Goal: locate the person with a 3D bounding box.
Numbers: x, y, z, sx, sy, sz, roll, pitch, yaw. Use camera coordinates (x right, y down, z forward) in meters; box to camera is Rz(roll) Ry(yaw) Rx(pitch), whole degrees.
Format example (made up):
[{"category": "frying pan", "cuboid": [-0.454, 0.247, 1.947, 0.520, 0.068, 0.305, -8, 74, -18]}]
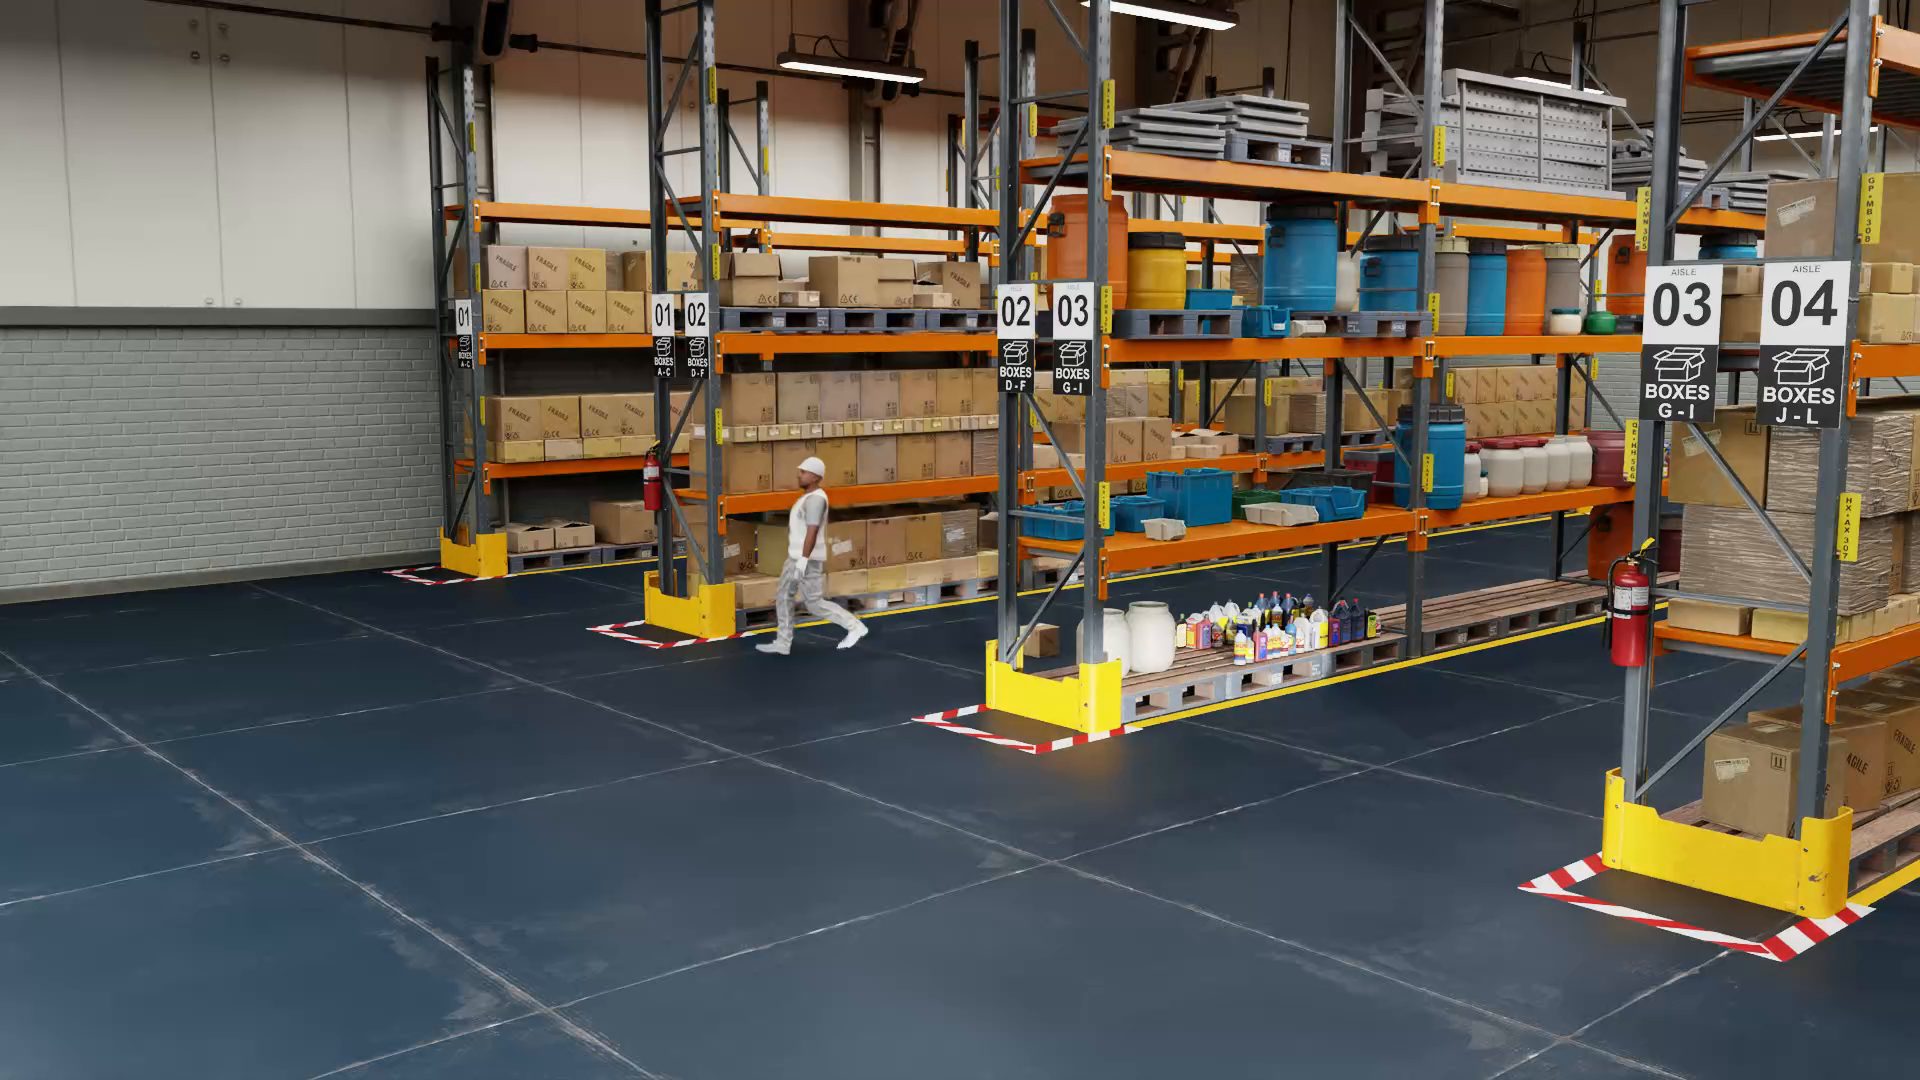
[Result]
[{"category": "person", "cuboid": [-1.305, 0.149, 14.542, 0.976, 1.745, 0.587, -2, 7, -12]}]
